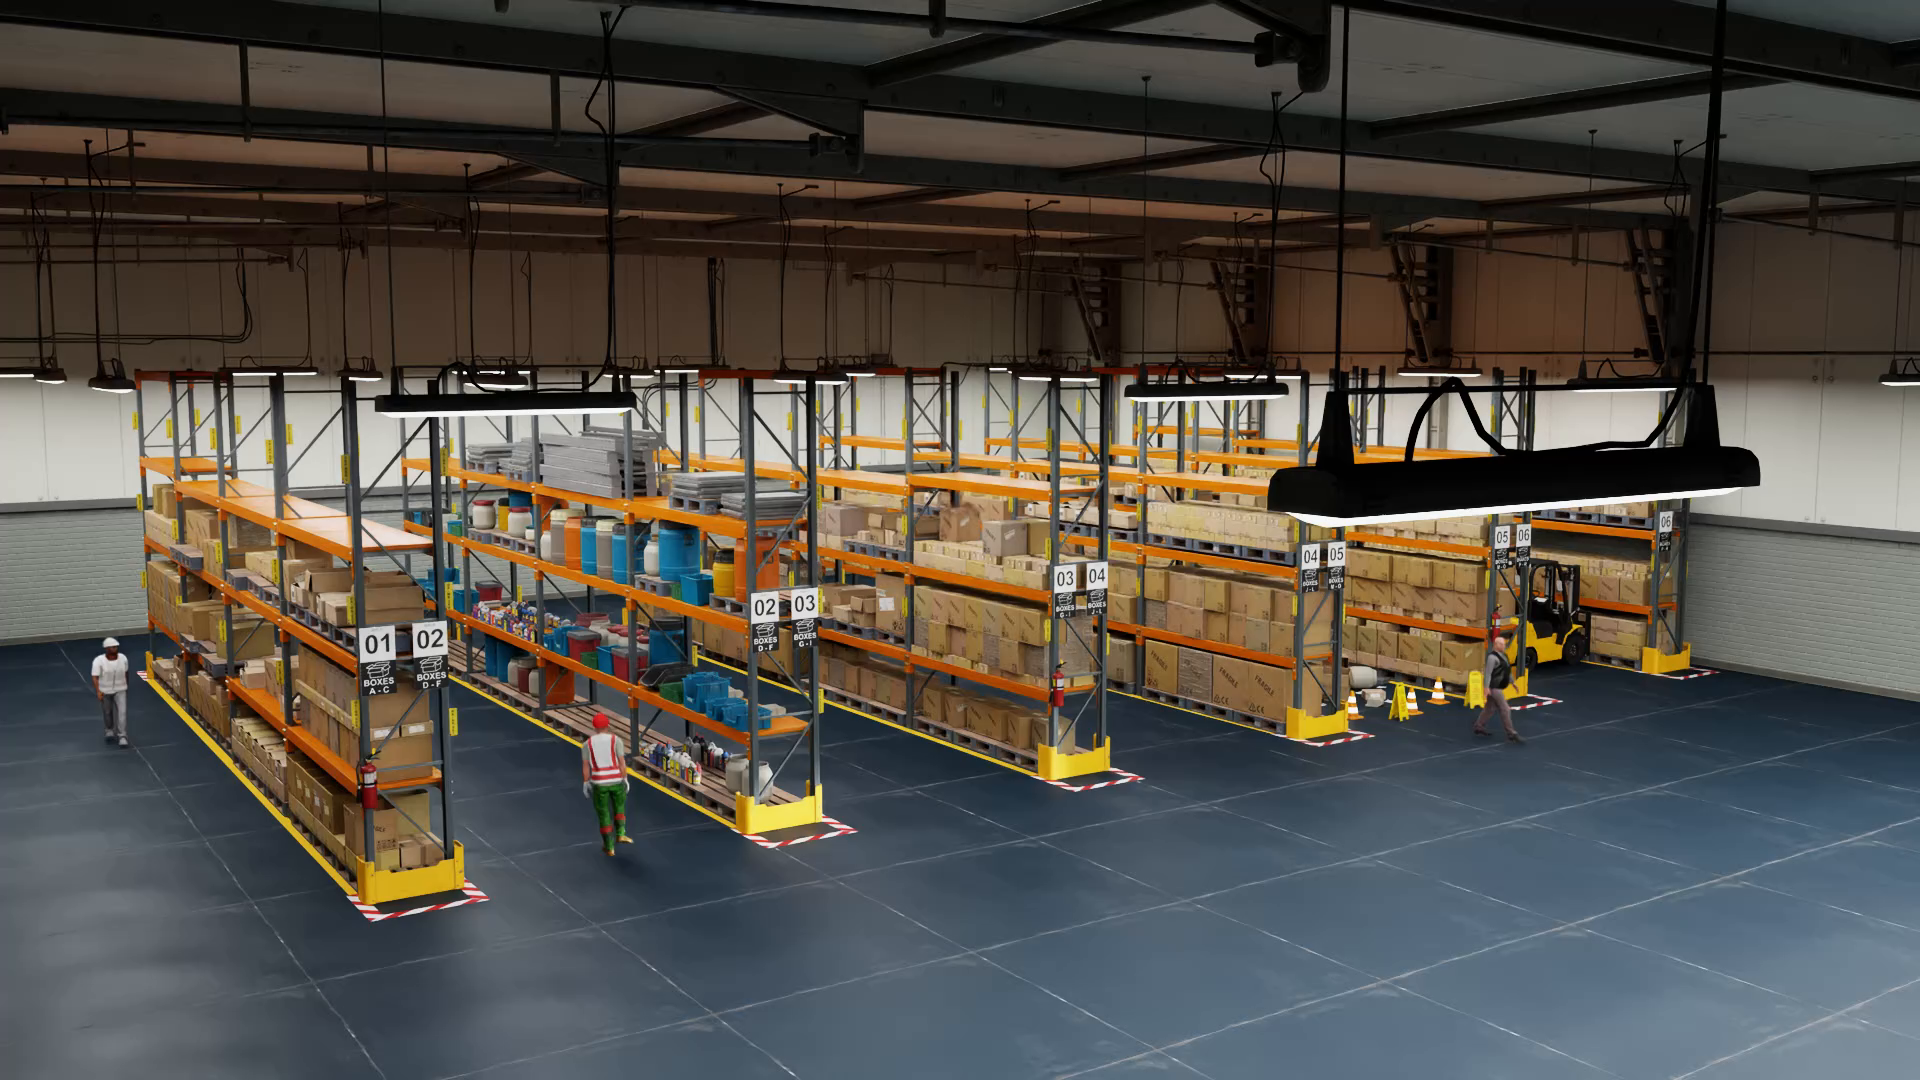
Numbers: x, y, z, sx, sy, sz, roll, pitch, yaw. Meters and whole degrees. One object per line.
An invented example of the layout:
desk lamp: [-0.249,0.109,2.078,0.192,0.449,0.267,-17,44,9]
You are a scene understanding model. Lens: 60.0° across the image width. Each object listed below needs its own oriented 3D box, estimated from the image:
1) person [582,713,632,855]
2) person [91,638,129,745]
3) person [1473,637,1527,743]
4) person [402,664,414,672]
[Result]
person: [-4.462,3.076,21.000,0.578,1.781,0.516,-3,7,-23]
person: [-13.717,2.431,26.885,0.552,1.704,1.077,-4,8,-31]
person: [8.836,2.412,27.117,0.919,1.682,0.567,5,8,36]
person: [-9.861,2.160,29.248,0.609,1.769,0.489,-1,6,-5]
